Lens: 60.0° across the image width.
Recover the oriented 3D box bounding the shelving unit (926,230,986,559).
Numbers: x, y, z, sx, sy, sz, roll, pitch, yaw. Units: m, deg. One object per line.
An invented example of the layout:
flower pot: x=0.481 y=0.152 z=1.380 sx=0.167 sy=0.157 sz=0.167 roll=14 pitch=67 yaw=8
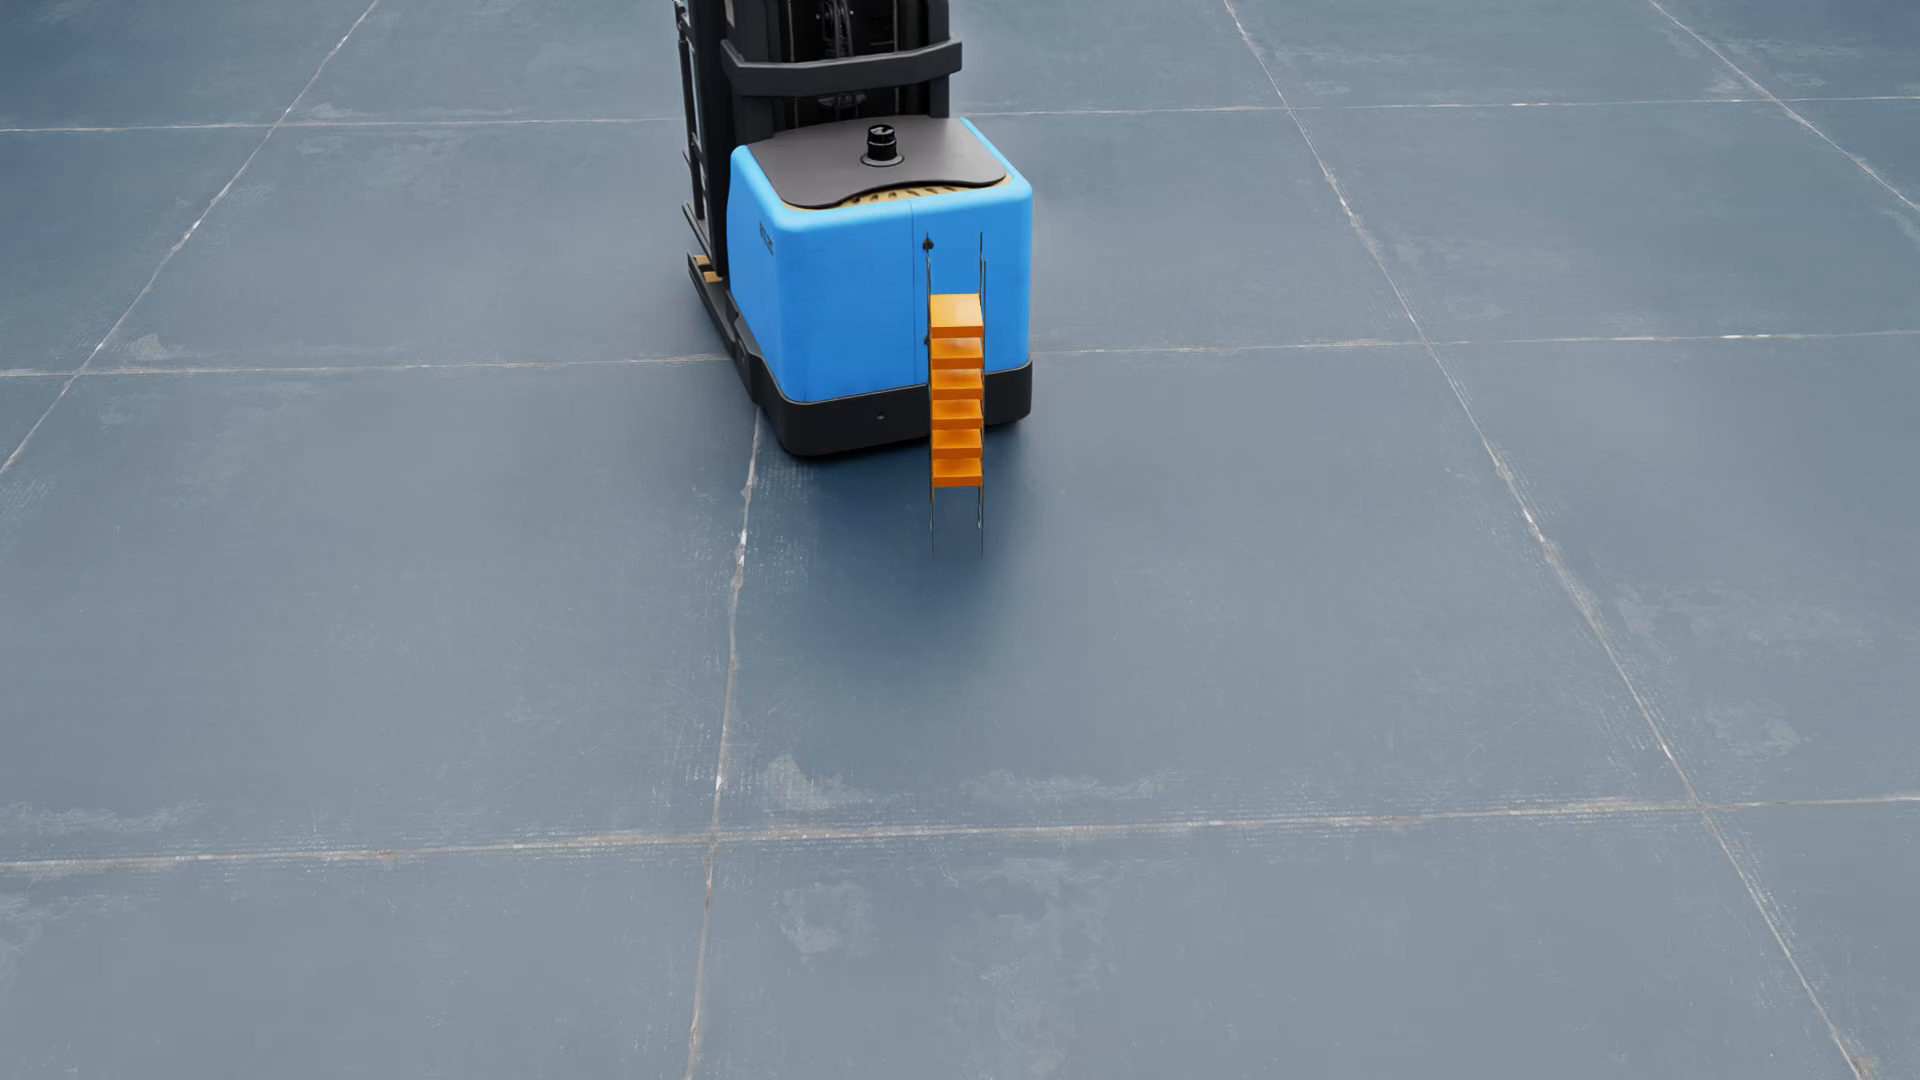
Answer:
shelving unit: x=-0.014 y=-0.493 z=5.908 sx=0.189 sy=1.200 sz=0.258 roll=-2 pitch=35 yaw=-2

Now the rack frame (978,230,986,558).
rack frame: x=0.077 y=-0.495 z=5.912 sx=0.006 sy=1.200 sz=0.240 roll=-2 pitch=35 yaw=-2

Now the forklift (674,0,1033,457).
forklift: x=-0.665 y=-2.372 z=7.102 sx=1.130 sy=2.935 sz=3.031 roll=-11 pitch=36 yaw=-16

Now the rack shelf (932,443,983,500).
rack shelf: x=-0.014 y=-0.259 z=6.070 sx=0.180 sy=0.103 sz=0.258 roll=-2 pitch=35 yaw=-2

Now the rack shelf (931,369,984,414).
rack shelf: x=-0.014 y=-0.555 z=5.865 sx=0.180 sy=0.103 sz=0.258 roll=-2 pitch=35 yaw=-2

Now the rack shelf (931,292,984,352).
rack shelf: x=-0.014 y=-0.752 z=5.728 sx=0.180 sy=0.103 sz=0.258 roll=-2 pitch=35 yaw=-2

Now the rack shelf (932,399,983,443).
rack shelf: x=-0.014 y=-0.456 z=5.933 sx=0.180 sy=0.103 sz=0.258 roll=-2 pitch=35 yaw=-2

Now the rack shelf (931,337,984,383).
rack shelf: x=-0.014 y=-0.654 z=5.797 sx=0.180 sy=0.103 sz=0.258 roll=-2 pitch=35 yaw=-2

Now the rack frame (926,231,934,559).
rack frame: x=-0.106 y=-0.491 z=5.904 sx=0.006 sy=1.200 sz=0.240 roll=-2 pitch=35 yaw=-2

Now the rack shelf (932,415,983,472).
rack shelf: x=-0.014 y=-0.358 z=6.002 sx=0.180 sy=0.103 sz=0.258 roll=-2 pitch=35 yaw=-2
